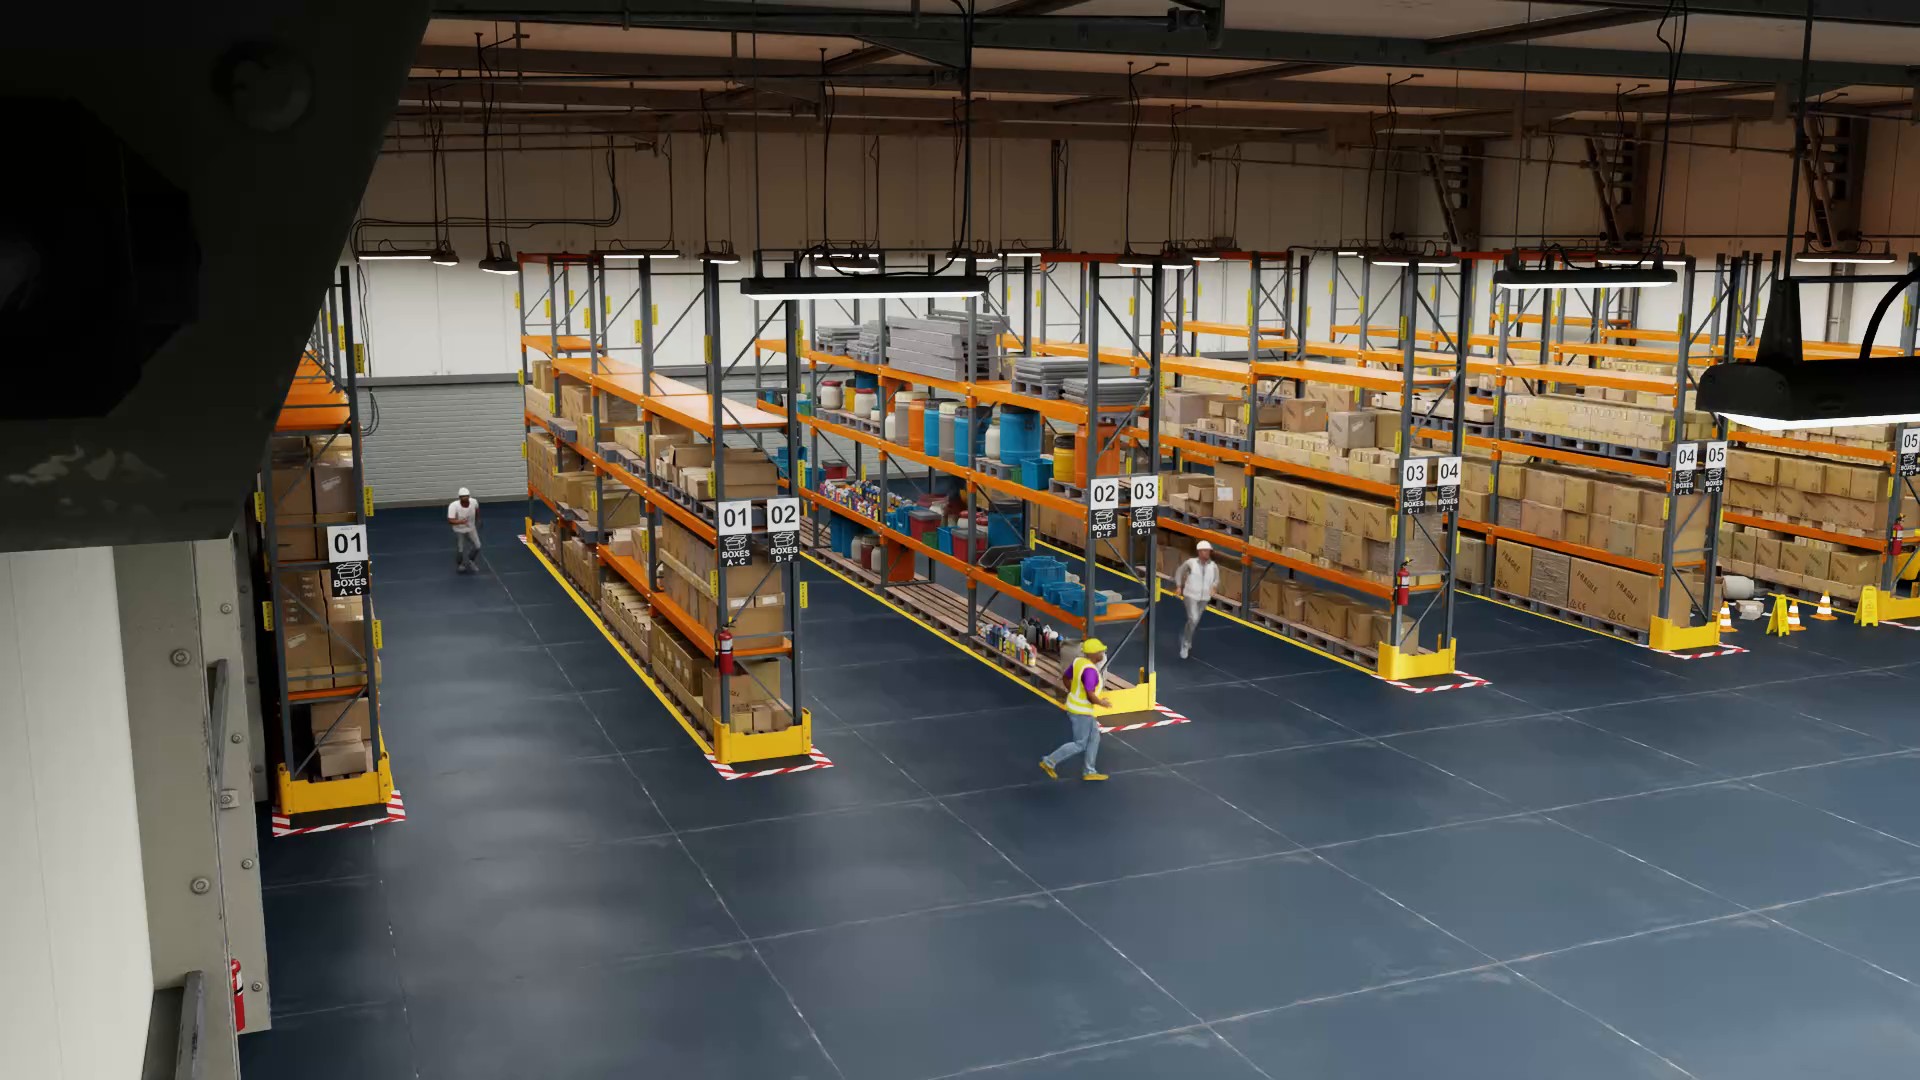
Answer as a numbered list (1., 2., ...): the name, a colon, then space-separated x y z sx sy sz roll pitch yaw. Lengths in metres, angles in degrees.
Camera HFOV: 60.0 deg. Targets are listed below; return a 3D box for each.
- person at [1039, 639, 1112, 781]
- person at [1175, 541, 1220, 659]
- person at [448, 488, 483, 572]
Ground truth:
1. person: 1.340 1.999 19.367 0.849 1.722 0.694 -1 10 -7
2. person: 3.591 0.868 25.346 0.716 1.744 0.835 -3 11 -16
3. person: -9.329 -0.193 31.412 0.729 1.656 0.915 -7 13 -35
